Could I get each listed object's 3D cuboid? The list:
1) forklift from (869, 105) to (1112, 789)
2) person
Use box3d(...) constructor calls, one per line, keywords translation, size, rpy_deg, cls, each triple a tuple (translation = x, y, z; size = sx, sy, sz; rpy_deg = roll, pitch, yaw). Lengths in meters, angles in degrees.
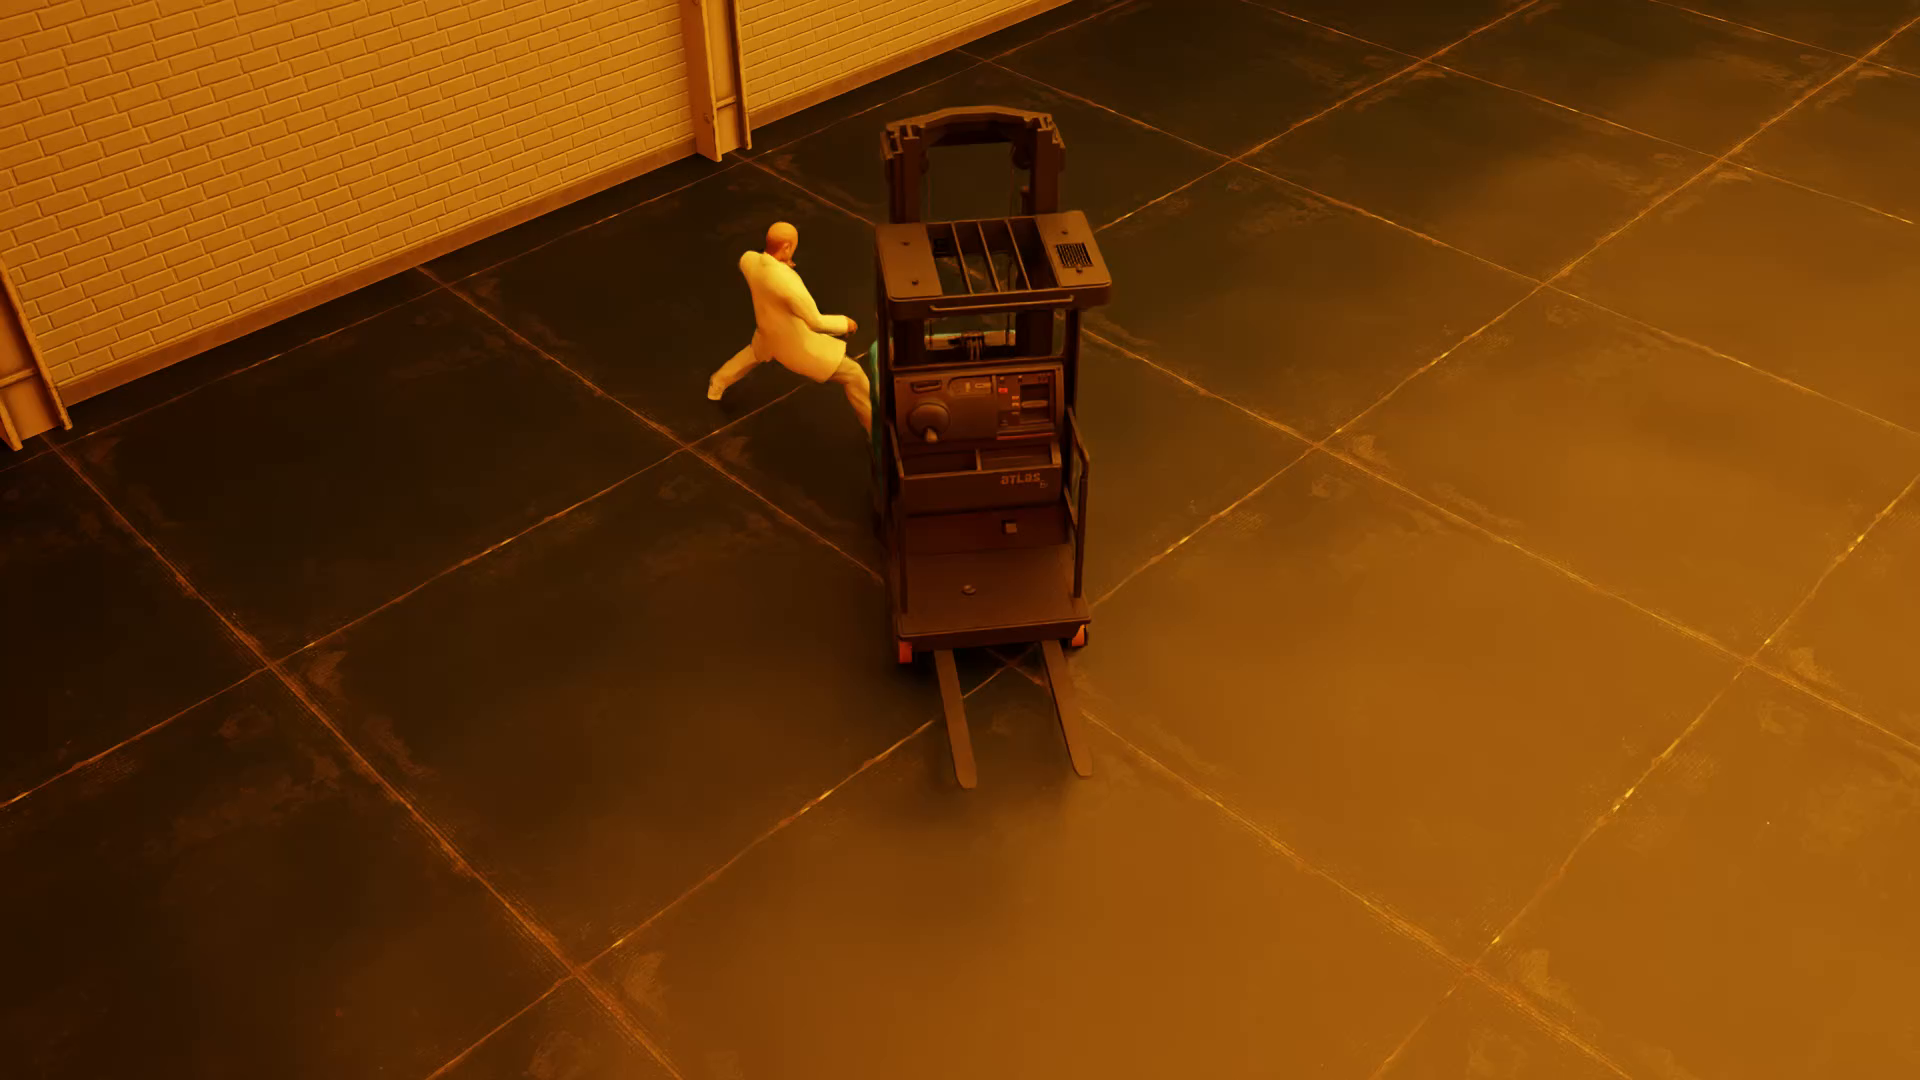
box3d(translation=(0.137, -0.667, 8.915), size=(1.130, 2.935, 3.031), rpy_deg=(-5, 39, -6), cls="forklift")
box3d(translation=(-1.062, -1.429, 10.922), size=(1.067, 1.557, 1.170), rpy_deg=(-28, 47, -30), cls="person")
